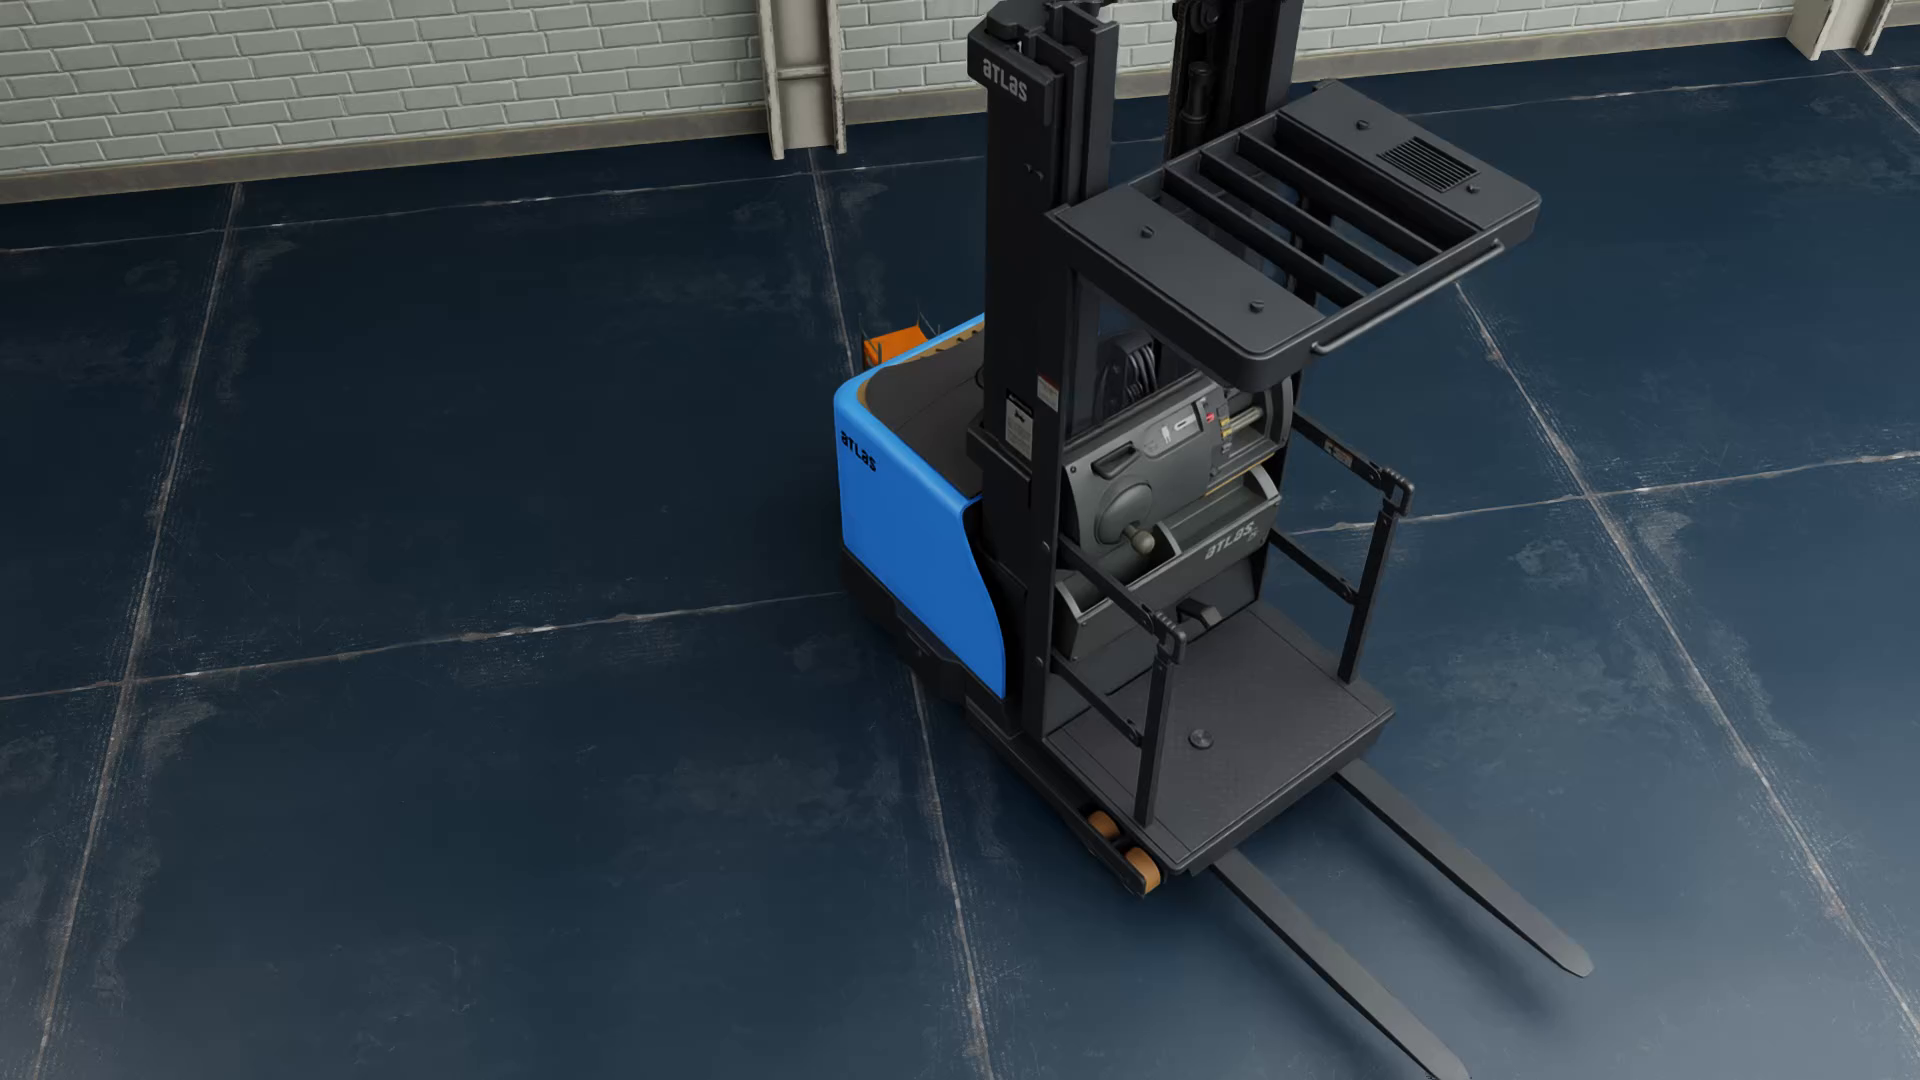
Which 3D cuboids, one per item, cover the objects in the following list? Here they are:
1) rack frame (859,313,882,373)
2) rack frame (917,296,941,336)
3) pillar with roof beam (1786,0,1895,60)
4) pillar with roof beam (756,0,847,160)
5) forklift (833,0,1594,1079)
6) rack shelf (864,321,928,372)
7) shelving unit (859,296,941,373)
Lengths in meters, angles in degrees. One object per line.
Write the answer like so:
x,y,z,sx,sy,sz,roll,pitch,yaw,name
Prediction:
-0.339,-0.433,6.631,0.008,1.050,0.200,-19,49,-17,rack frame
-0.118,-0.507,6.703,0.008,1.050,0.200,-19,49,-17,rack frame
5.815,-2.974,3.560,0.400,9.000,9.100,-7,46,-7,pillar with roof beam
-0.097,-2.238,2.850,0.400,9.000,9.100,-7,46,-7,pillar with roof beam
0.832,-0.201,5.101,1.130,2.935,3.031,-30,53,-25,forklift
-0.228,-0.660,6.470,0.240,0.259,0.215,-19,49,-17,rack shelf
-0.228,-0.470,6.667,0.252,1.050,0.215,-19,49,-17,shelving unit
